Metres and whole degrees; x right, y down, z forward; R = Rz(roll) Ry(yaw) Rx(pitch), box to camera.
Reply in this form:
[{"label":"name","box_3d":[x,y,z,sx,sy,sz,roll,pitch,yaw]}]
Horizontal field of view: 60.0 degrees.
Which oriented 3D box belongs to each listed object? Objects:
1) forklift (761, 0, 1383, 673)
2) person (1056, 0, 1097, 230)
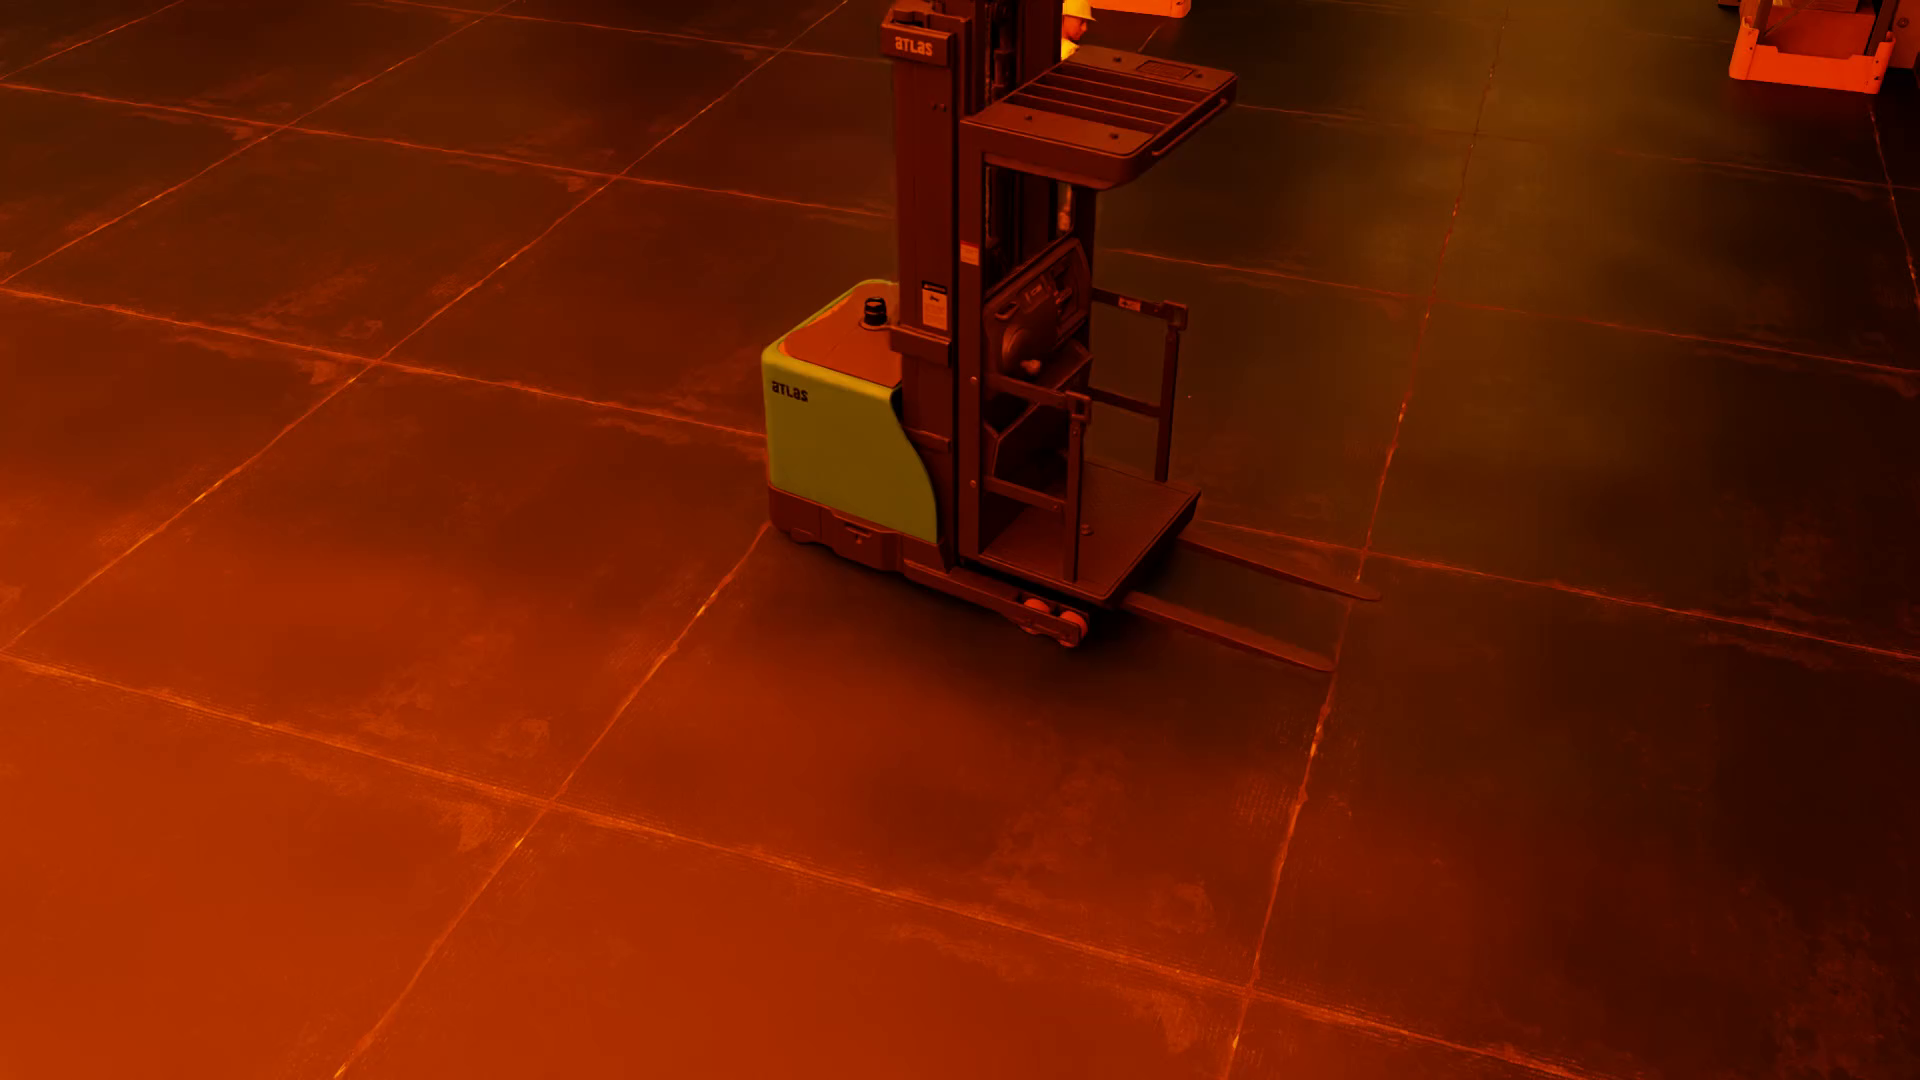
[{"label":"forklift","box_3d":[0.538,-1.039,7.576,3.031,2.935,1.130,19,40,25]},{"label":"person","box_3d":[0.823,-2.836,11.224,0.913,1.643,0.851,28,44,34]}]
